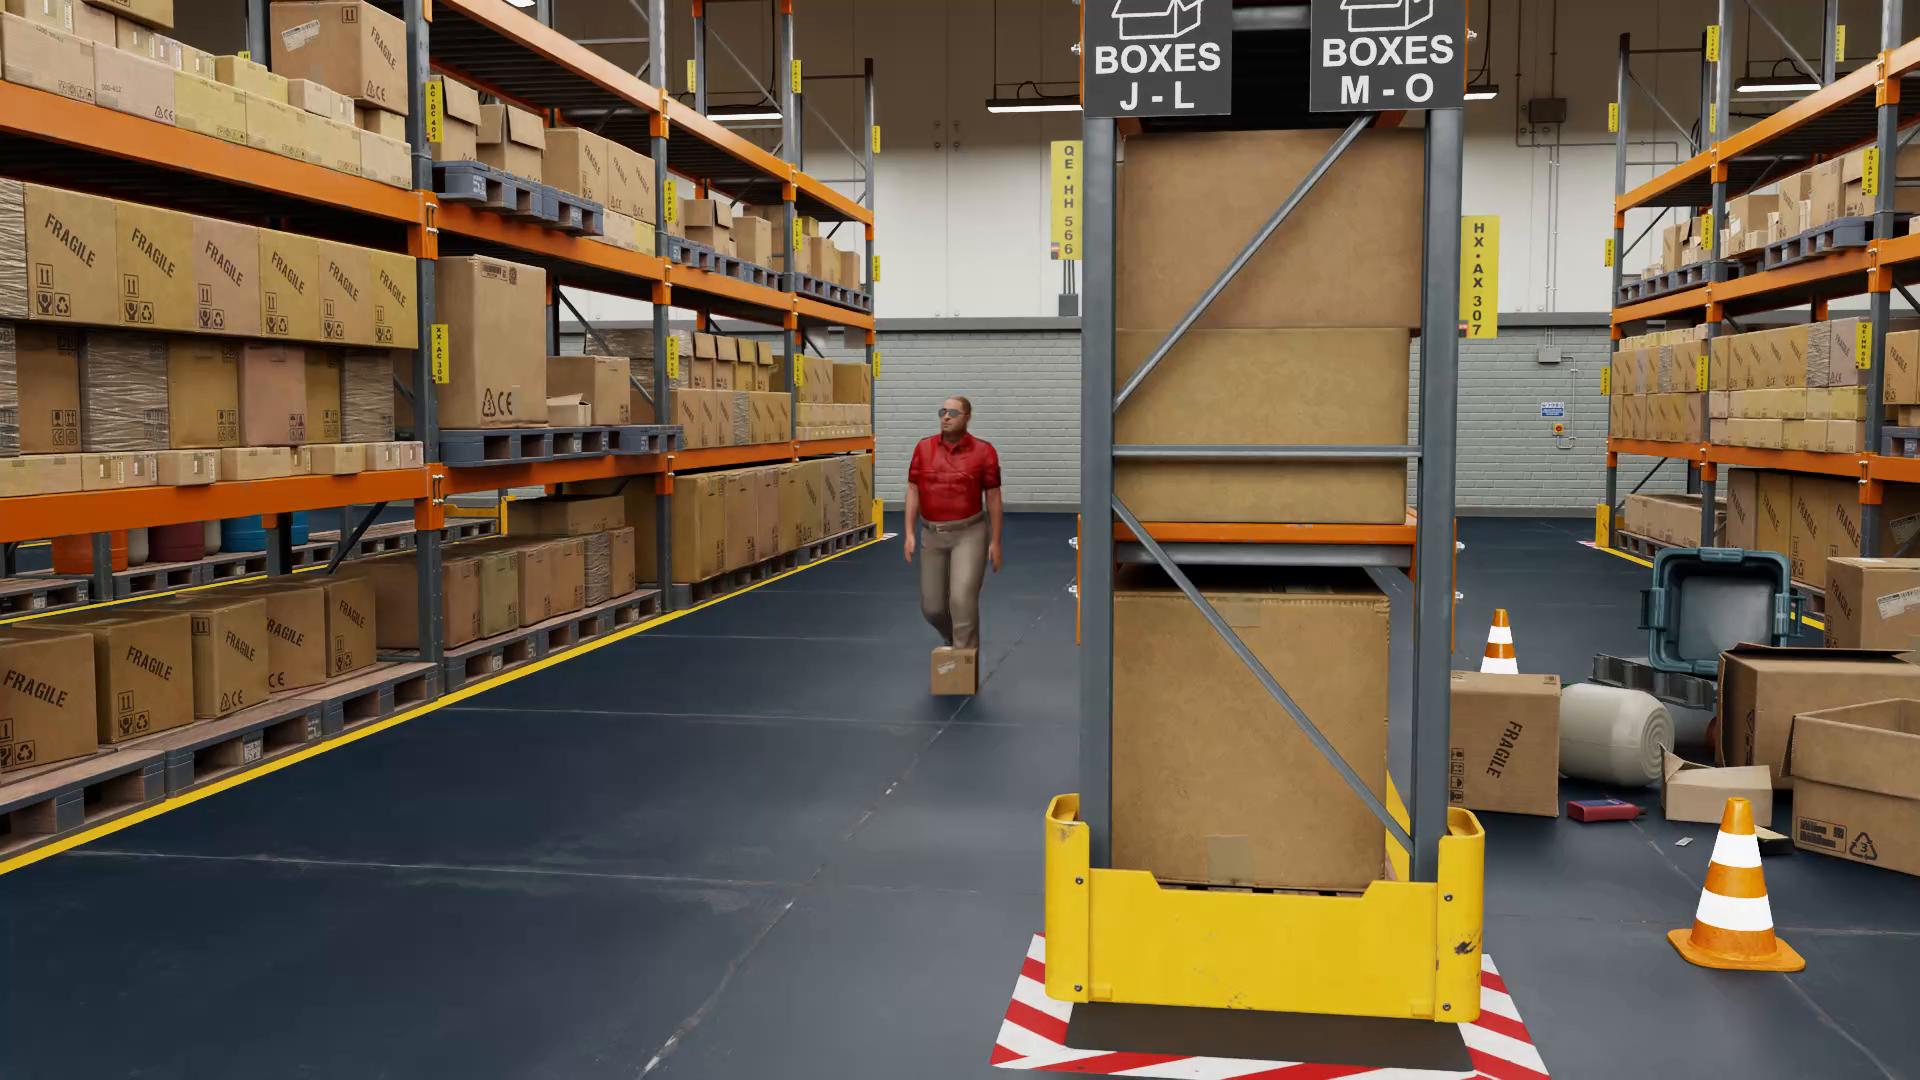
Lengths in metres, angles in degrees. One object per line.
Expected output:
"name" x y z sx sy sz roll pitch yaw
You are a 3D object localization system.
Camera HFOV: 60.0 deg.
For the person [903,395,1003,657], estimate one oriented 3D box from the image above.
"person" -0.023 -0.003 9.835 0.584 1.701 0.788 1 5 17
